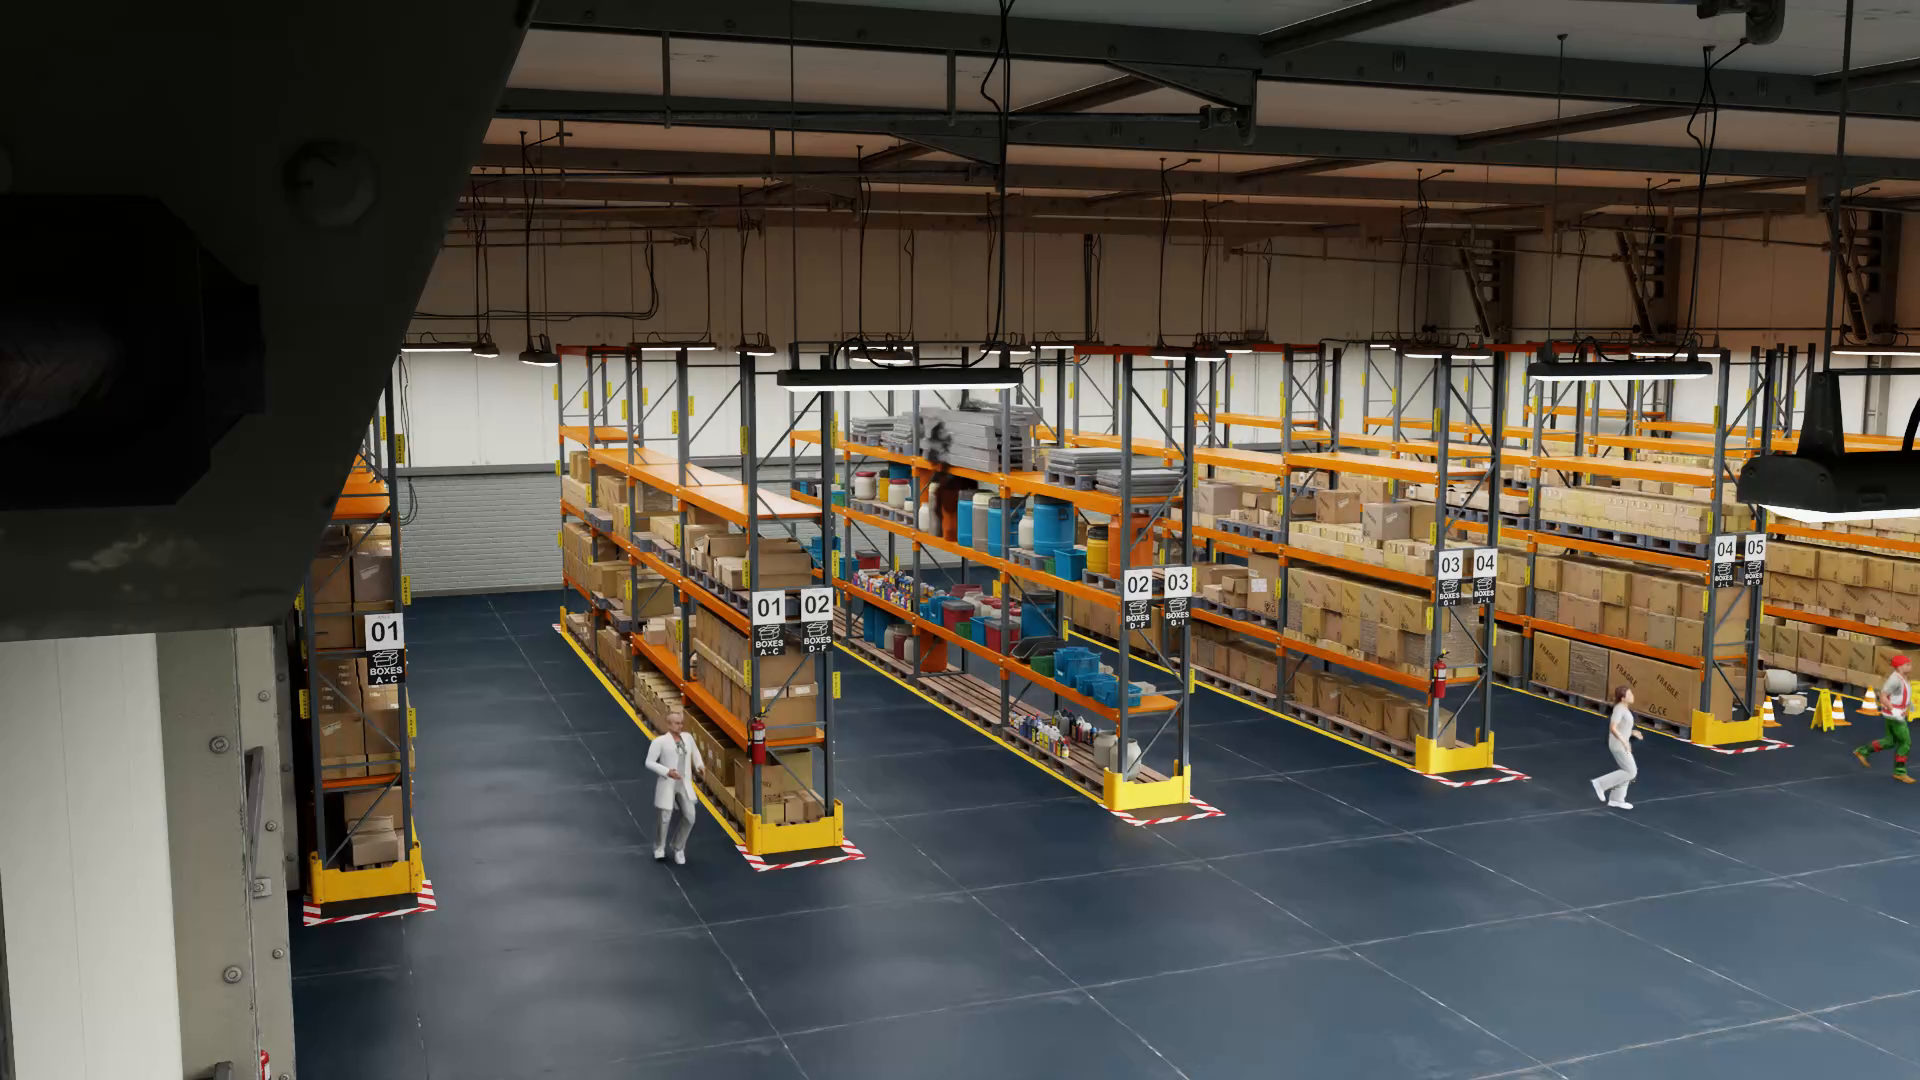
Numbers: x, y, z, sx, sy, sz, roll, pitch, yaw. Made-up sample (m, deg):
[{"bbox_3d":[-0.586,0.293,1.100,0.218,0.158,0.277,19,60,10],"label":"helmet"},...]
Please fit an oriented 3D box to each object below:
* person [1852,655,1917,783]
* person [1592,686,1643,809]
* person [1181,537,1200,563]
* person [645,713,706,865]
[{"bbox_3d":[13.072,2.485,23.424,0.826,1.801,0.653,5,9,34],"label":"person"},{"bbox_3d":[8.732,2.736,22.067,0.605,1.639,0.560,3,8,20],"label":"person"},{"bbox_3d":[5.110,0.693,37.819,0.678,1.712,0.747,-1,7,-11],"label":"person"},{"bbox_3d":[-3.374,2.969,19.843,0.775,1.805,0.636,-5,9,-34],"label":"person"}]
